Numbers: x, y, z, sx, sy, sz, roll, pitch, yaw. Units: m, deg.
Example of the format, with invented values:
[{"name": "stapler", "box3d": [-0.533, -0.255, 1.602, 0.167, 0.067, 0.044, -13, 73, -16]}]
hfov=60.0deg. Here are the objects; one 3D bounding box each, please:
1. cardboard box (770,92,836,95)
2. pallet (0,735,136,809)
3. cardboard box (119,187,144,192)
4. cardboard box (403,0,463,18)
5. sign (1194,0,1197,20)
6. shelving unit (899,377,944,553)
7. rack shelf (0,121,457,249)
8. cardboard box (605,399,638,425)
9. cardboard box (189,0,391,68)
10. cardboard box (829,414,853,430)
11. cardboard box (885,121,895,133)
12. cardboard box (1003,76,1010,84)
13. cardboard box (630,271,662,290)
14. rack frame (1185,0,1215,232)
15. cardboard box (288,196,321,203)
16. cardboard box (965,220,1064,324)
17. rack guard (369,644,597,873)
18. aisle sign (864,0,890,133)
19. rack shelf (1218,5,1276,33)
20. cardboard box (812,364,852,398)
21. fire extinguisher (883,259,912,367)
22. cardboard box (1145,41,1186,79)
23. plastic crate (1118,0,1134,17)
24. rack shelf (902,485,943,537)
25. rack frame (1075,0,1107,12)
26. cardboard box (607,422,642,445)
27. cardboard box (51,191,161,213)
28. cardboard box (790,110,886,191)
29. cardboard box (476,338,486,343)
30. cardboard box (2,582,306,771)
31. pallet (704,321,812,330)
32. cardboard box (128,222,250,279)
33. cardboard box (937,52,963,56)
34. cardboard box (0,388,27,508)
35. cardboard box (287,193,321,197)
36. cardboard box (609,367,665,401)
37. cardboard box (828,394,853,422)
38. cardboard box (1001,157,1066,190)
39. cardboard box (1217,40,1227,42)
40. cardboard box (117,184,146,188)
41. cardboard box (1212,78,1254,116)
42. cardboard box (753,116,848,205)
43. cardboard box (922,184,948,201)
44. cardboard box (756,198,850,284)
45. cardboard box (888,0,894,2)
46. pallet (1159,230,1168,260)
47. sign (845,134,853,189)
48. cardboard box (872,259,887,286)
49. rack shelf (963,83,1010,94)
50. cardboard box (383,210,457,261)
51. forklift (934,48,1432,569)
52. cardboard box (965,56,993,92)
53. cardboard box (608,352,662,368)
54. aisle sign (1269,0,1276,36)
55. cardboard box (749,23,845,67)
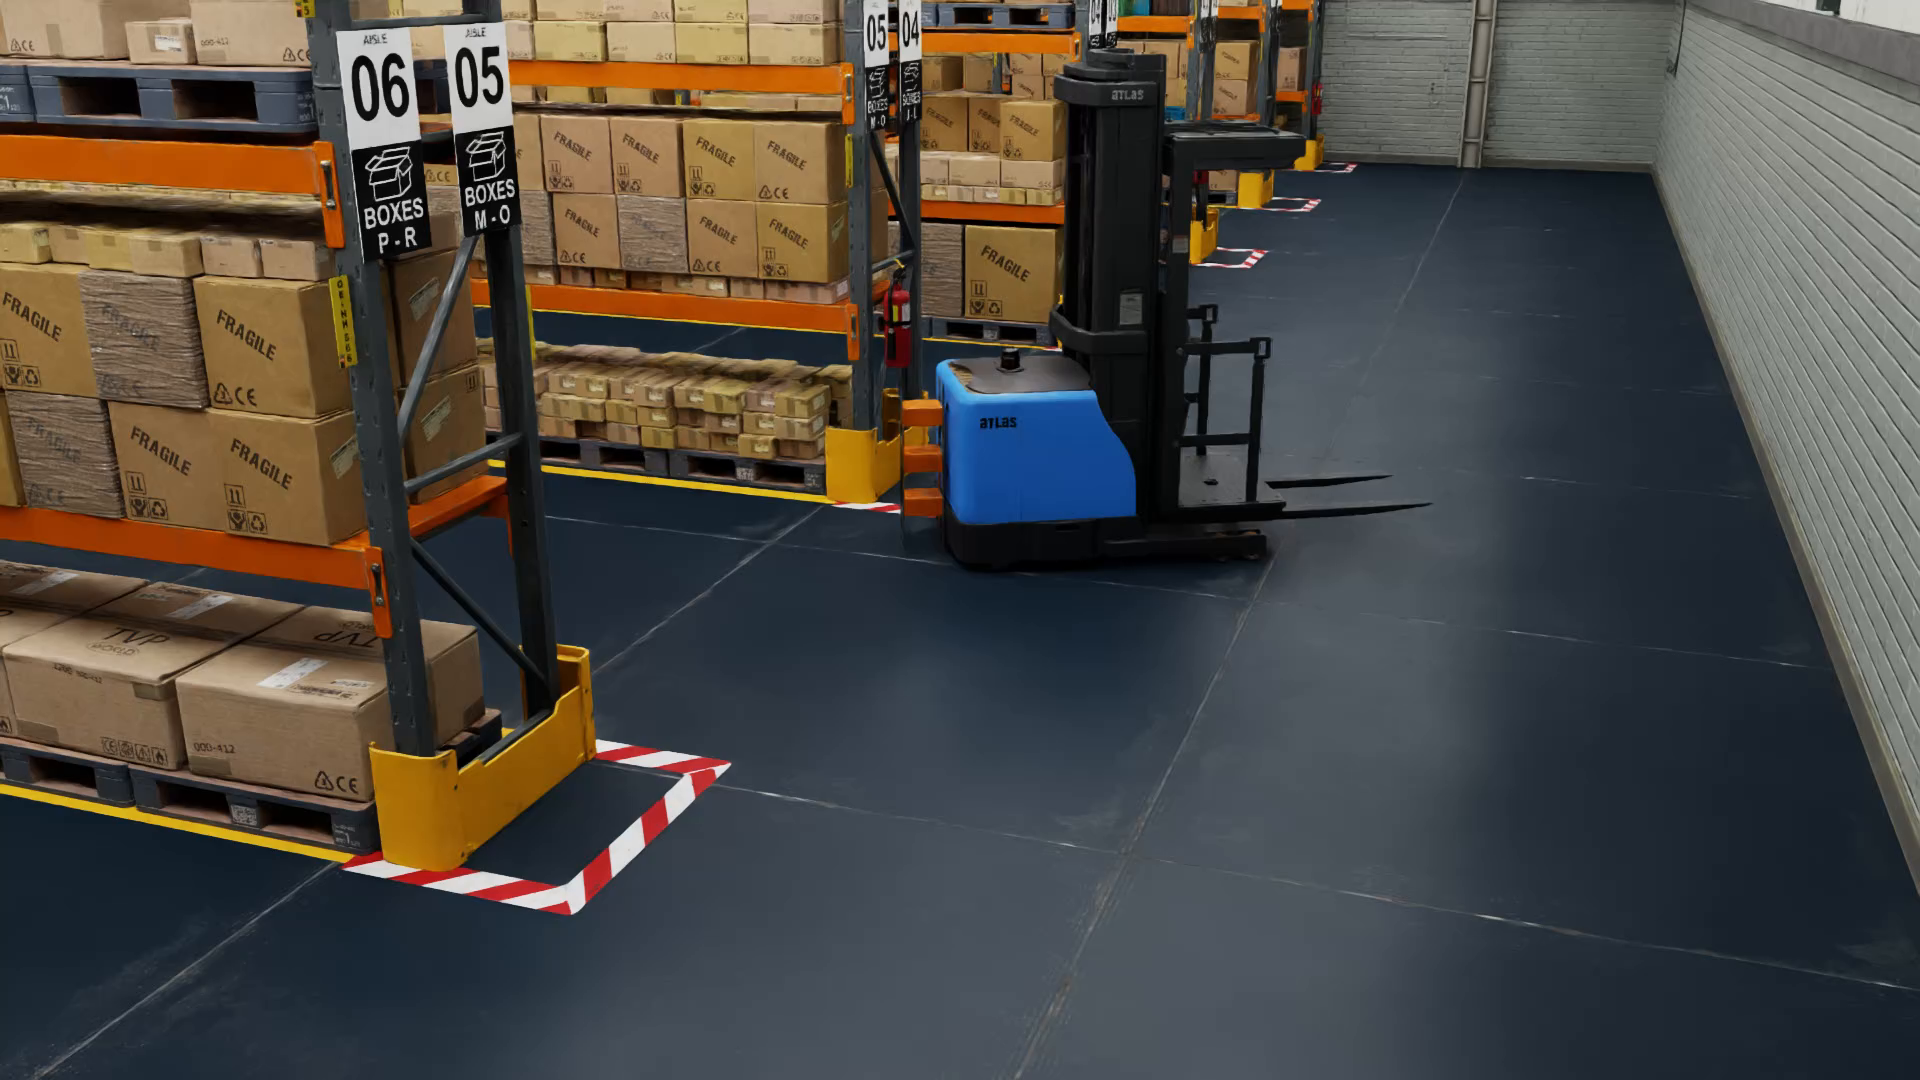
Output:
[{"name": "cardboard box", "box3d": [-1.552, -4.207, 16.548, 0.500, 0.500, 0.500, 7, 20, 19]}, {"name": "pallet", "box3d": [-3.949, 0.831, 7.696, 1.213, 0.211, 1.003, 7, 20, 18]}, {"name": "cardboard box", "box3d": [-6.183, -2.645, 12.721, 0.250, 0.149, 0.380, 7, 21, 20]}, {"name": "cardboard box", "box3d": [-3.424, -3.674, 11.292, 0.500, 0.250, 0.500, 6, 20, 18]}, {"name": "sign", "box3d": [2.693, -6.107, 18.964, 0.005, 0.325, 0.100, 7, 20, 18]}, {"name": "shelving unit", "box3d": [-0.232, -0.452, 10.100, 0.252, 1.050, 0.215, -2, 19, -6]}, {"name": "rack shelf", "box3d": [-3.909, -1.584, 6.924, 4.000, 0.370, 1.077, 7, 20, 18]}, {"name": "cardboard box", "box3d": [-2.303, -0.944, 11.790, 0.250, 0.149, 0.380, 8, 21, 21]}, {"name": "cardboard box", "box3d": [-2.474, -1.903, 6.184, 0.500, 0.250, 0.500, 5, 20, 13]}, {"name": "cardboard box", "box3d": [-0.880, -0.850, 11.974, 0.250, 0.149, 0.380, 7, 20, 19]}, {"name": "cardboard box", "box3d": [-1.087, -6.556, 26.641, 0.500, 0.250, 0.500, 6, 20, 17]}, {"name": "cardboard box", "box3d": [0.965, -8.384, 30.245, 0.250, 0.149, 0.380, 7, 20, 18]}, {"name": "cardboard box", "box3d": [-2.079, -1.837, 11.494, 0.250, 0.149, 0.380, 6, 20, 16]}, {"name": "rack frame", "box3d": [2.858, -4.913, 19.937, 0.127, 3.000, 1.000, 7, 20, 18]}, {"name": "cardboard box", "box3d": [-4.709, -2.476, 12.236, 0.250, 0.149, 0.380, 7, 20, 20]}, {"name": "cardboard box", "box3d": [0.602, -2.612, 15.926, 0.875, 0.875, 0.875, 7, 20, 18]}, {"name": "rack guard", "box3d": [-1.997, 0.891, 7.083, 0.348, 0.500, 1.175, 7, 20, 18]}, {"name": "aisle sign", "box3d": [-0.520, -2.968, 10.408, 0.004, 0.787, 0.394, 7, 20, 18]}, {"name": "rack shelf", "box3d": [2.598, -7.745, 24.598, 4.000, 0.370, 1.077, 7, 20, 18]}, {"name": "cardboard box", "box3d": [-0.874, -1.137, 11.893, 0.250, 0.149, 0.380, 6, 20, 16]}, {"name": "fire extinguisher", "box3d": [-0.404, -1.458, 10.710, 0.183, 0.674, 0.296, 7, 20, 18]}, {"name": "cardboard box", "box3d": [3.008, -7.043, 24.378, 0.500, 0.500, 0.500, 7, 20, 20]}, {"name": "plastic crate", "box3d": [1.833, -6.247, 19.529, 0.336, 0.188, 0.450, 7, 20, 18]}, {"name": "rack shelf", "box3d": [-0.232, -0.179, 10.195, 0.240, 0.259, 0.215, -2, 19, -6]}, {"name": "rack frame", "box3d": [1.233, -6.206, 14.531, 0.127, 3.000, 1.000, 7, 20, 18]}, {"name": "cardboard box", "box3d": [-2.304, -0.804, 11.842, 0.250, 0.149, 0.380, 7, 20, 19]}, {"name": "cardboard box", "box3d": [-3.715, -1.422, 7.266, 0.250, 0.149, 0.380, 6, 20, 17]}, {"name": "cardboard box", "box3d": [-0.827, -2.633, 11.272, 0.500, 0.500, 0.500, 6, 20, 18]}, {"name": "cardboard box", "box3d": [-3.847, -1.449, 12.790, 0.250, 0.149, 0.380, 7, 20, 20]}, {"name": "cardboard box", "box3d": [-3.543, 0.583, 7.423, 0.875, 0.438, 0.875, 7, 20, 20]}, {"name": "pallet", "box3d": [-1.853, -2.382, 16.912, 1.213, 0.211, 1.003, 7, 20, 18]}, {"name": "cardboard box", "box3d": [-2.943, -1.116, 6.386, 0.250, 0.149, 0.380, 6, 20, 18]}, {"name": "cardboard box", "box3d": [-0.113, -8.809, 30.480, 0.500, 0.500, 0.500, 6, 20, 18]}, {"name": "cardboard box", "box3d": [-4.012, -0.472, 7.044, 0.500, 0.500, 0.500, 7, 20, 20]}, {"name": "cardboard box", "box3d": [-4.712, -2.617, 12.190, 0.250, 0.149, 0.380, 8, 21, 21]}, {"name": "cardboard box", "box3d": [-2.287, -1.109, 11.813, 0.250, 0.149, 0.380, 6, 20, 16]}, {"name": "cardboard box", "box3d": [-0.901, -0.971, 11.868, 0.250, 0.149, 0.380, 7, 21, 20]}, {"name": "cardboard box", "box3d": [0.688, -3.412, 15.408, 0.500, 0.250, 0.500, 6, 20, 17]}, {"name": "cardboard box", "box3d": [3.658, -7.156, 24.701, 0.500, 0.500, 0.500, 7, 20, 19]}, {"name": "cardboard box", "box3d": [-6.198, -2.787, 12.677, 0.250, 0.149, 0.380, 6, 20, 17]}, {"name": "cardboard box", "box3d": [3.975, -6.464, 24.233, 0.500, 0.500, 0.500, 7, 20, 20]}, {"name": "cardboard box", "box3d": [-1.004, -2.474, 10.816, 0.500, 0.500, 0.500, 6, 20, 17]}, {"name": "cardboard box", "box3d": [-0.177, -3.300, 15.692, 0.250, 0.149, 0.380, 6, 20, 17]}, {"name": "cardboard box", "box3d": [-0.999, -1.998, 10.970, 0.500, 0.500, 0.500, 7, 20, 19]}, {"name": "cardboard box", "box3d": [-0.833, -5.288, 15.514, 0.500, 0.500, 0.700, 7, 21, 20]}, {"name": "pallet", "box3d": [2.092, -3.697, 20.686, 1.213, 0.211, 1.003, 7, 20, 18]}, {"name": "sign", "box3d": [-0.691, -2.367, 10.394, 0.005, 0.325, 0.100, 7, 20, 18]}, {"name": "cardboard box", "box3d": [-0.689, -1.860, 11.560, 0.250, 0.149, 0.380, 6, 20, 18]}, {"name": "rack shelf", "box3d": [0.442, -8.302, 30.751, 4.000, 0.370, 1.077, 7, 20, 18]}, {"name": "cardboard box", "box3d": [-2.264, -1.242, 6.748, 0.250, 0.149, 0.380, 7, 20, 19]}, {"name": "forklift", "box3d": [1.401, -1.425, 10.036, 3.031, 2.935, 1.130, -3, 19, -9]}, {"name": "cardboard box", "box3d": [0.335, -7.251, 25.854, 0.500, 0.500, 0.700, 0, 19, 0]}, {"name": "cardboard box", "box3d": [-2.392, -1.270, 12.276, 0.250, 0.149, 0.380, 7, 20, 18]}, {"name": "aisle sign", "box3d": [4.451, -7.578, 23.632, 0.004, 0.787, 0.394, 7, 20, 18]}, {"name": "cardboard box", "box3d": [-1.007, -3.154, 10.562, 0.500, 0.250, 0.500, 6, 20, 17]}]
